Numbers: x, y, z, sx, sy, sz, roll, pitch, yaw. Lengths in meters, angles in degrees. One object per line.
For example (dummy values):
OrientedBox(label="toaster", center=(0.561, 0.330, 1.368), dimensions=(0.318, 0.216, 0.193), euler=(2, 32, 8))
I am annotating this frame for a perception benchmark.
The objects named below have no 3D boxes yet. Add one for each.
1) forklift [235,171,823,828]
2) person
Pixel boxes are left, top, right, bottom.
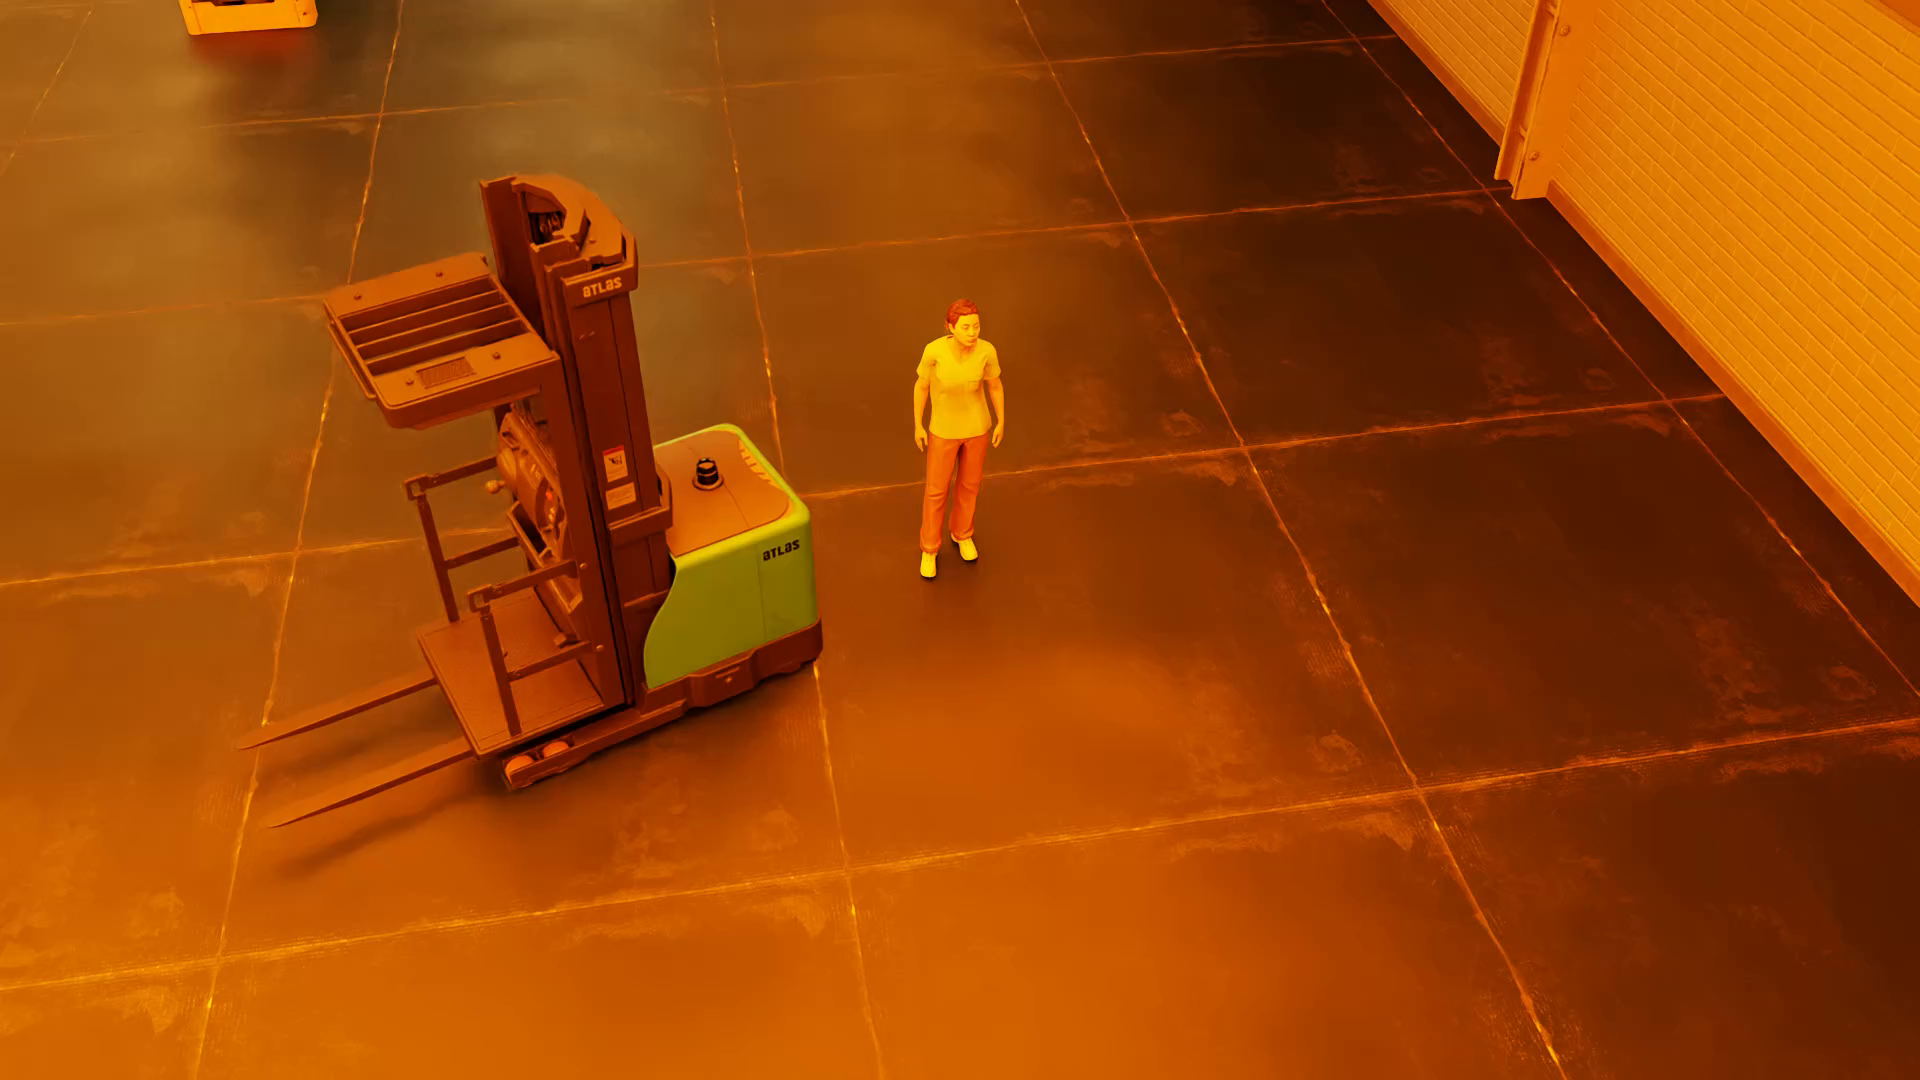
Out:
OrientedBox(label="forklift", center=(-2.301, -0.217, 8.213), dimensions=(3.031, 2.935, 1.130), euler=(-21, 45, -23))
OrientedBox(label="person", center=(0.002, -0.595, 9.616), dimensions=(0.553, 1.673, 0.548), euler=(-7, 41, -8))
